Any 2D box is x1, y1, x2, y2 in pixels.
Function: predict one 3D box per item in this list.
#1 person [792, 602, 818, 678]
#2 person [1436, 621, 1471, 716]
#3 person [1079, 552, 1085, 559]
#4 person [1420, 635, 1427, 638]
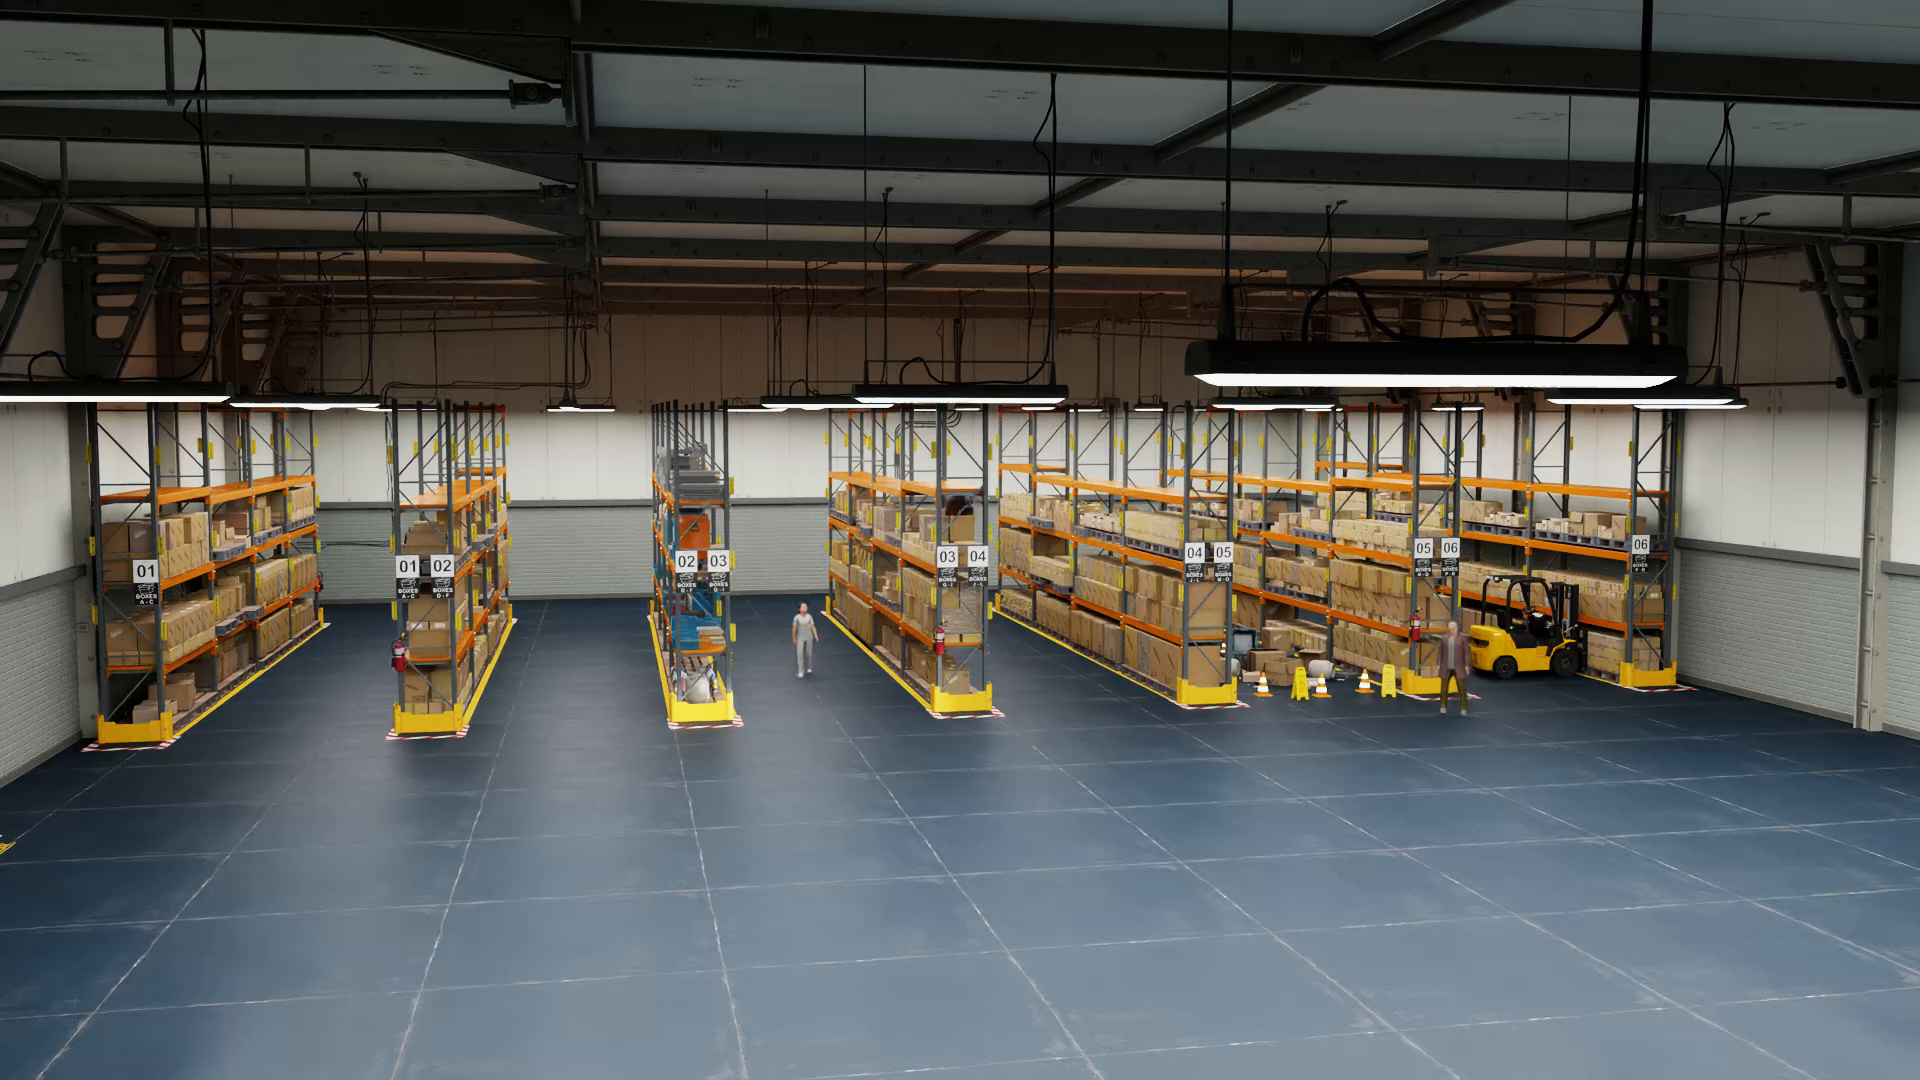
[{"bbox_3d":[-3.376,2.169,36.324,0.570,1.612,1.012,0,4,-2],"label":"person"},{"bbox_3d":[9.417,2.439,31.768,0.670,1.781,0.402,3,5,33],"label":"person"},{"bbox_3d":[3.647,1.182,49.839,0.402,1.616,0.458,-4,6,-41],"label":"person"},{"bbox_3d":[11.132,1.861,40.178,0.430,1.692,0.478,1,4,8],"label":"person"}]
